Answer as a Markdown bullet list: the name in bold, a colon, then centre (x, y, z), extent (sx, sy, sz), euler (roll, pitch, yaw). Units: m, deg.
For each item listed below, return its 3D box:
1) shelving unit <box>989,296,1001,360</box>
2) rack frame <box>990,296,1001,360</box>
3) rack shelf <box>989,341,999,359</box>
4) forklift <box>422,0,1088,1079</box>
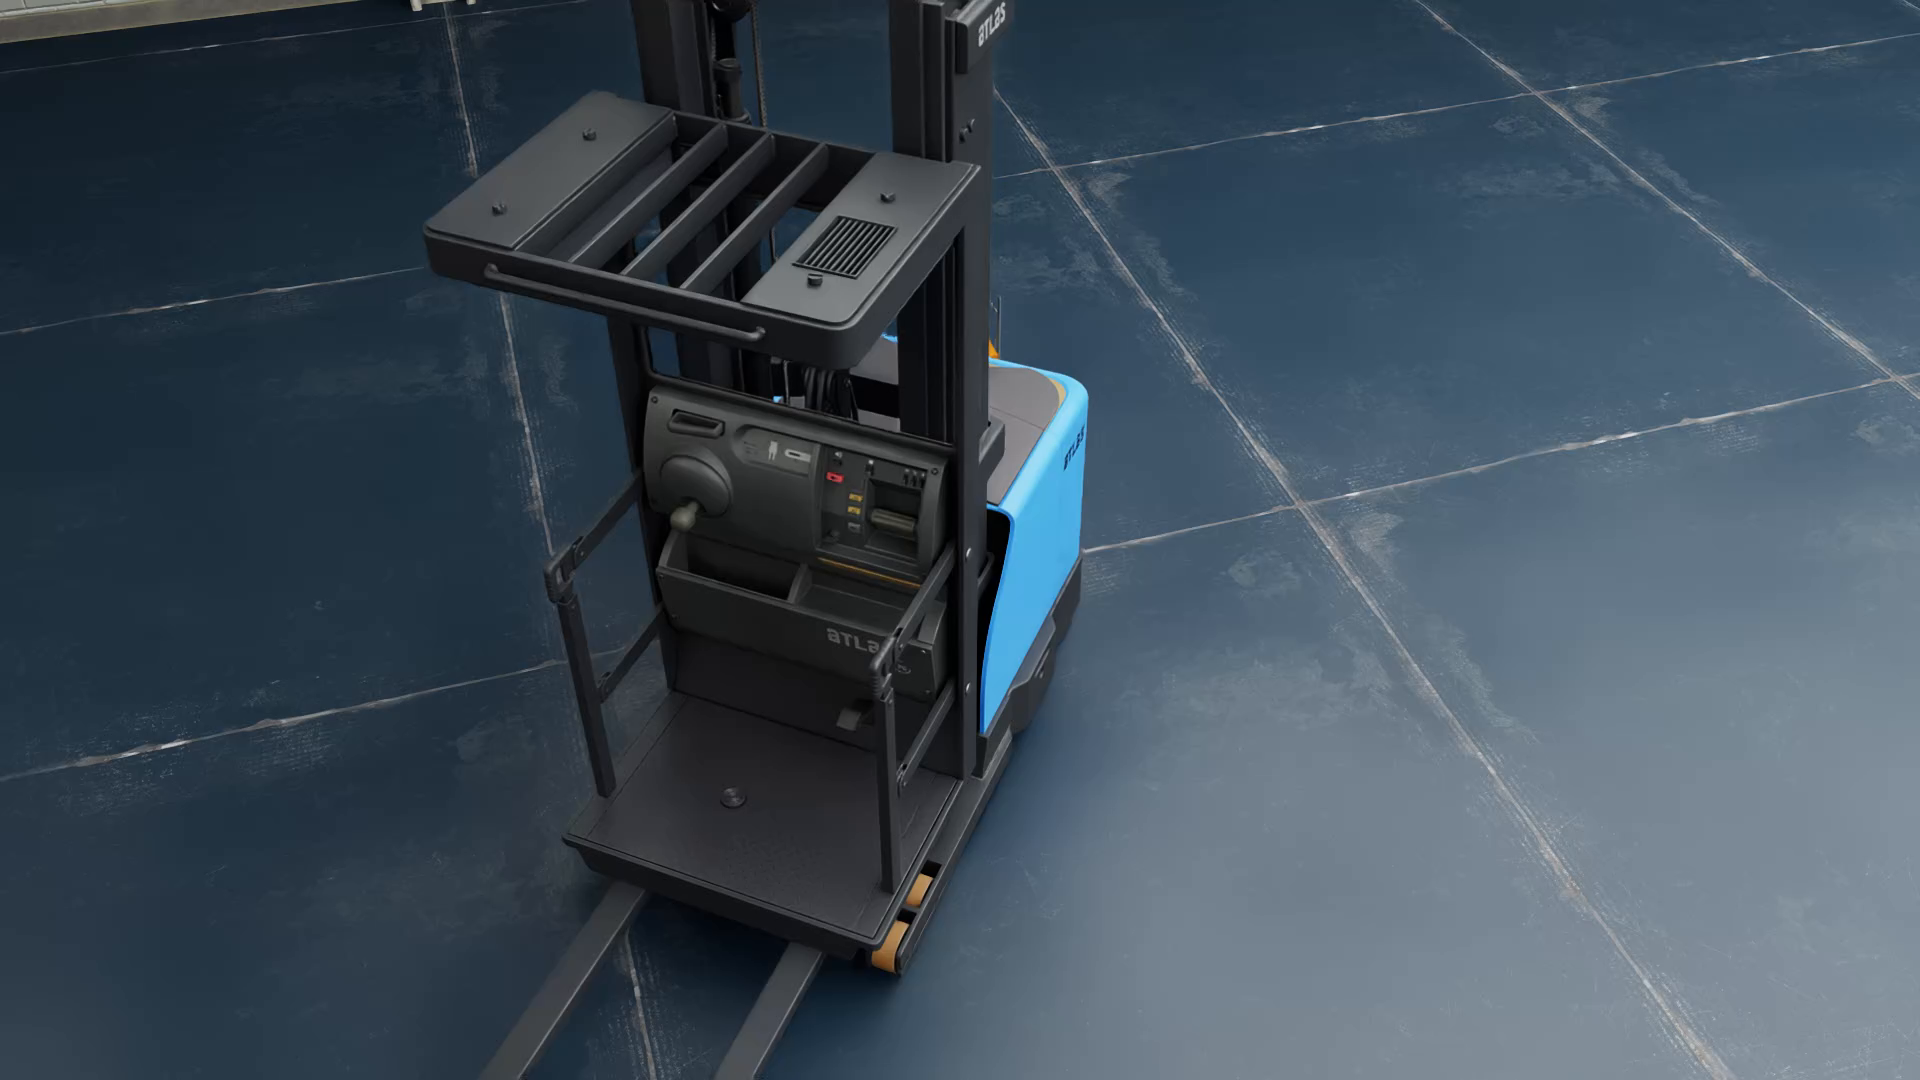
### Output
- **shelving unit**: centre (0.018, -0.463, 6.368), extent (0.189, 1.200, 0.258), euler (-12, 43, -14)
- **rack frame**: centre (0.105, -0.482, 6.389), extent (0.006, 1.200, 0.240), euler (-12, 43, -14)
- **rack shelf**: centre (0.018, -0.700, 6.160), extent (0.180, 0.103, 0.258), euler (-12, 43, -14)
- **forklift**: centre (-0.564, -0.074, 4.606), extent (1.130, 2.935, 3.031), euler (15, 43, 16)
